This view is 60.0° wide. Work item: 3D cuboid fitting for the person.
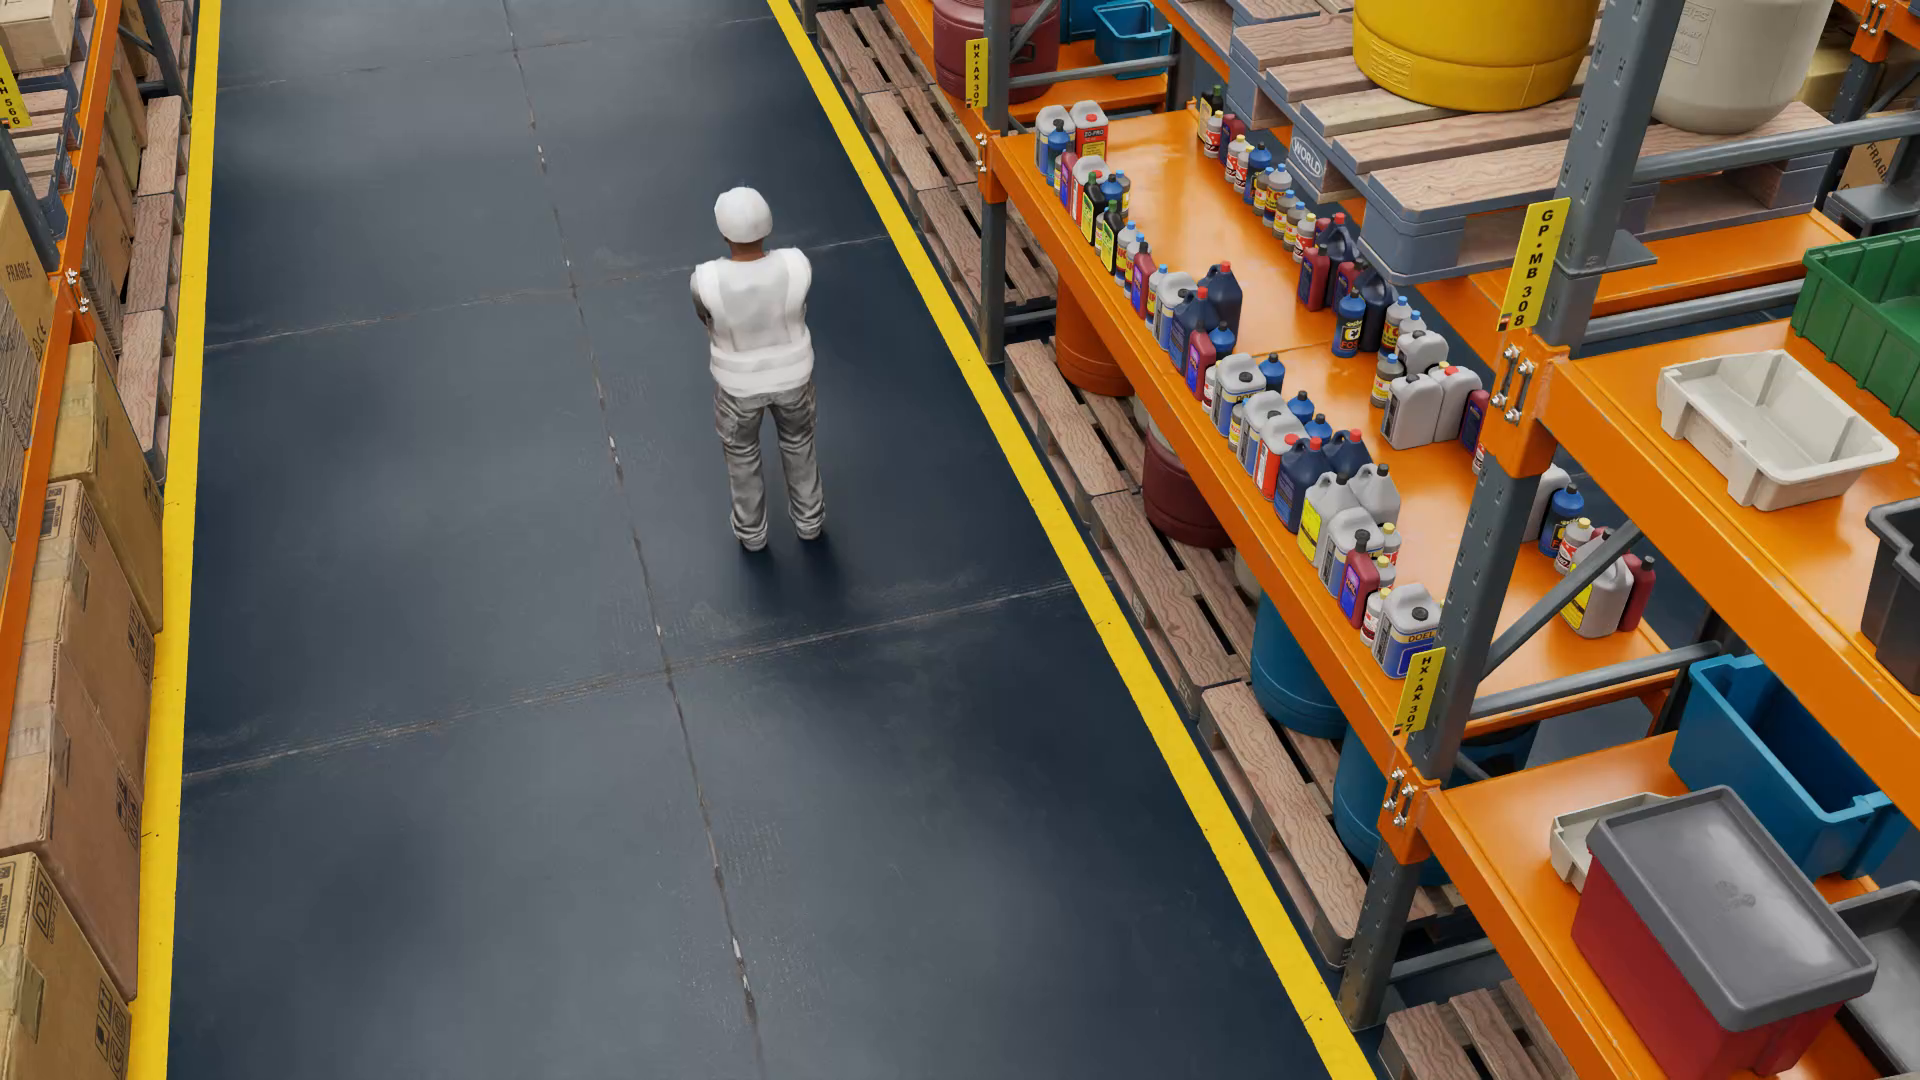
[{"bbox_3d":[-0.861,-0.781,6.974,0.488,1.720,0.569,-11,43,-12],"label":"person"}]
